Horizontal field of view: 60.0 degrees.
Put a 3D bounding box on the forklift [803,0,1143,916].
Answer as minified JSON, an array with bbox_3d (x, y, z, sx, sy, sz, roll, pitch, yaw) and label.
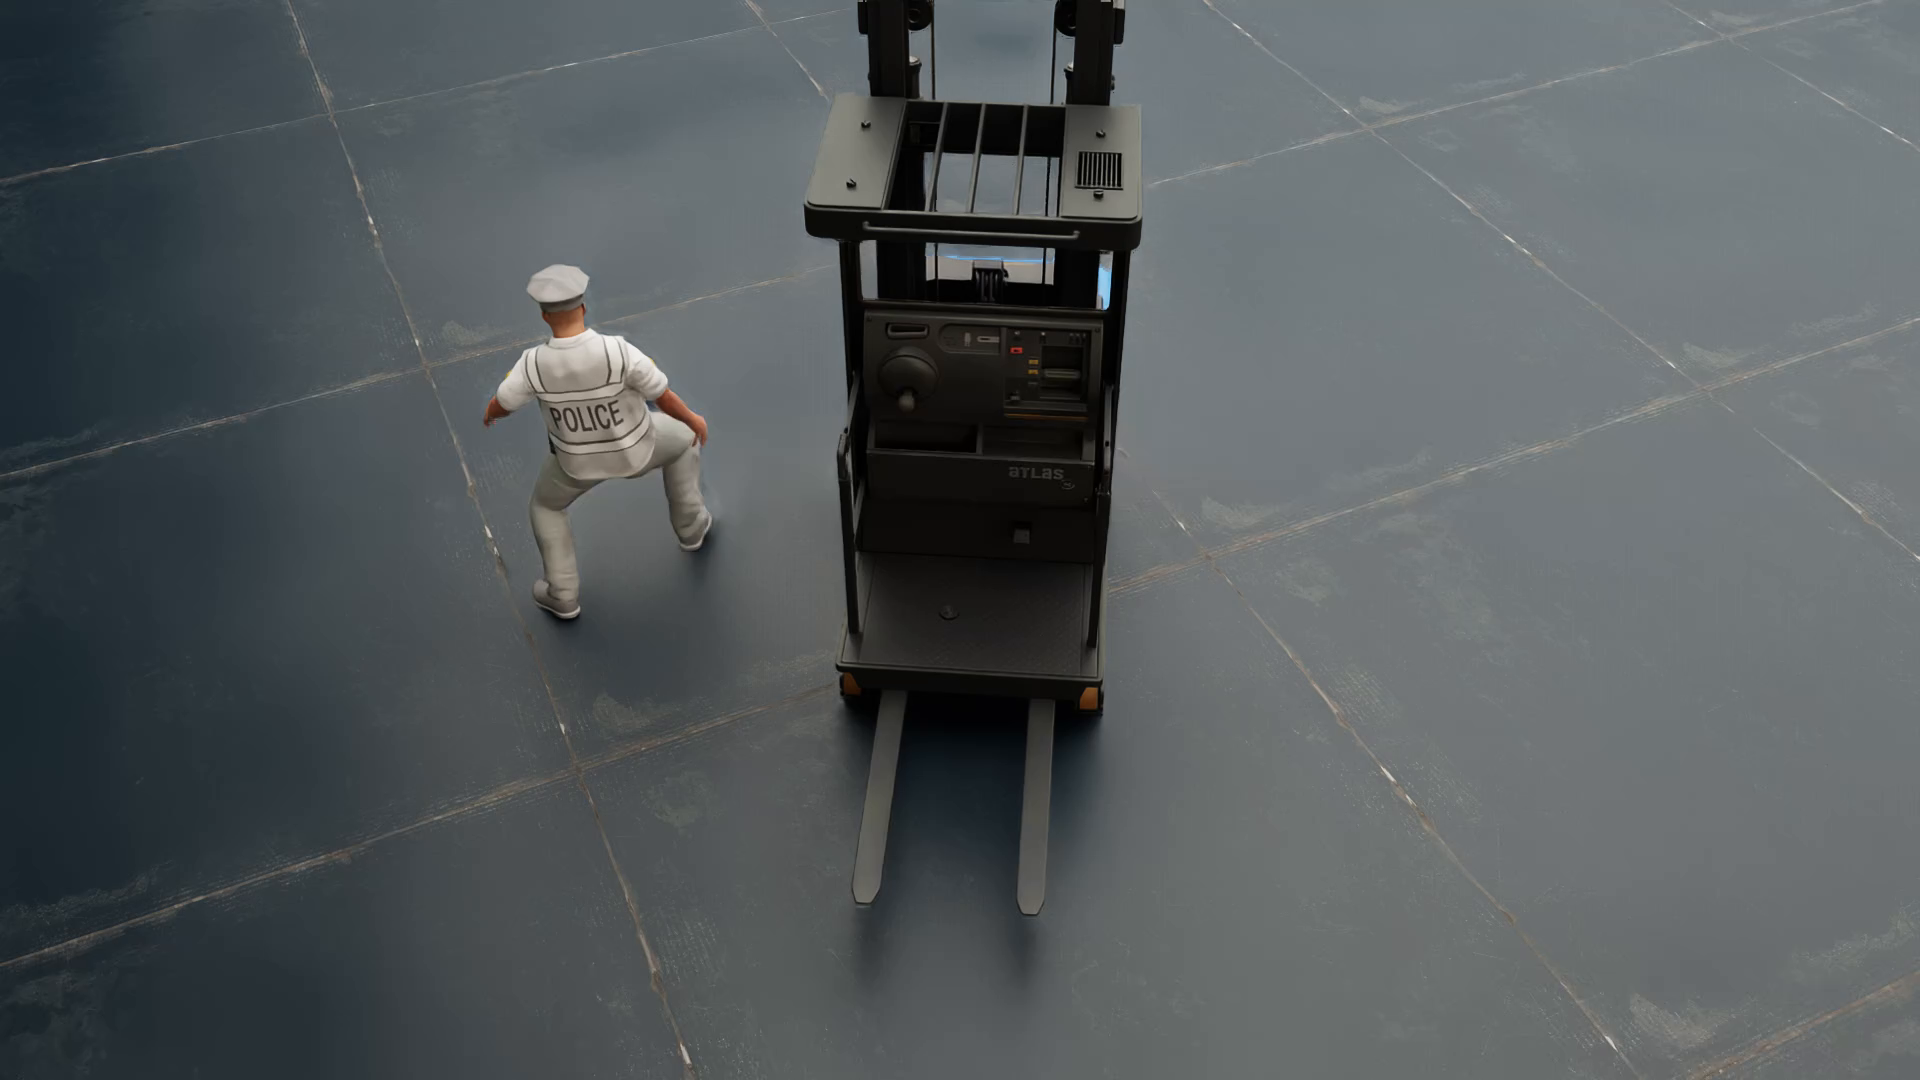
[{"bbox_3d":[0.072,-0.593,6.315,1.130,2.935,3.031,3,43,3],"label":"forklift"}]

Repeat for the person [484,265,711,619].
[{"bbox_3d":[-1.580,-0.452,7.154,0.972,1.631,0.673,-4,43,-4],"label":"person"}]
